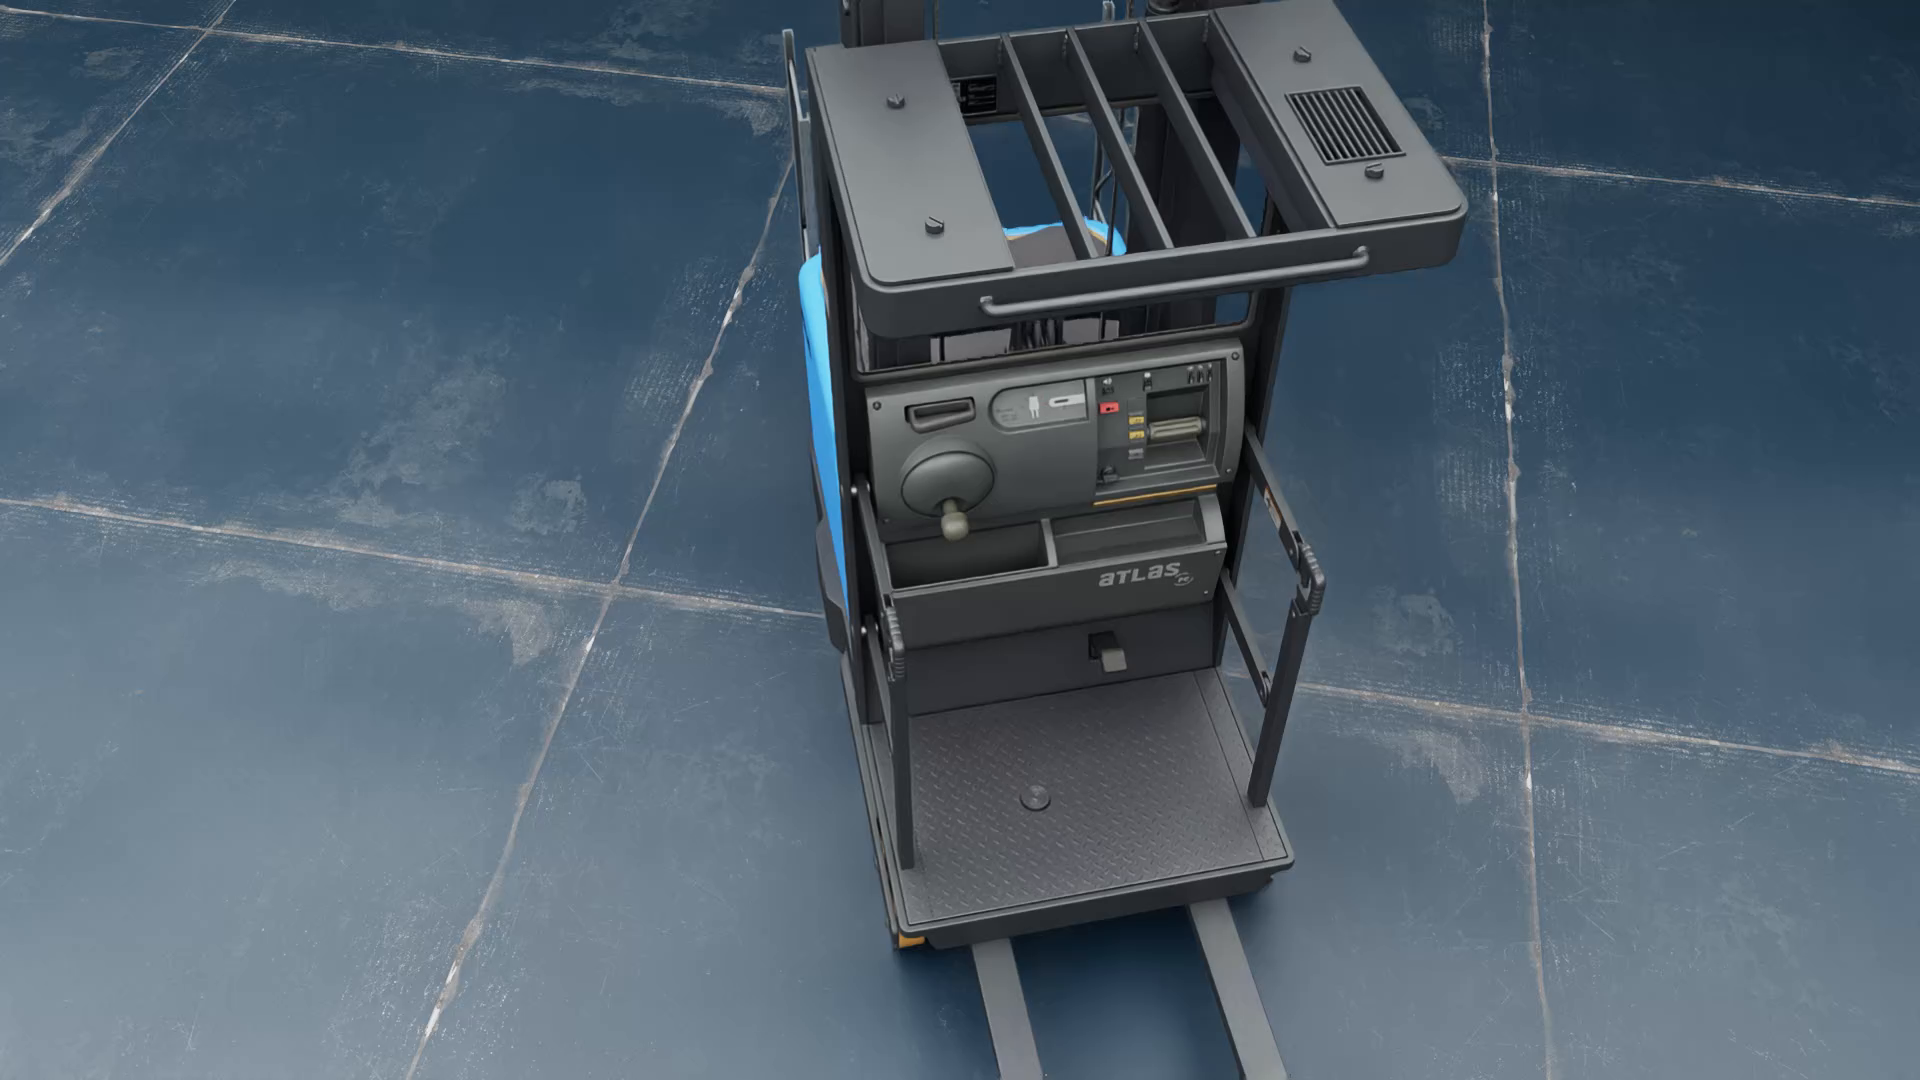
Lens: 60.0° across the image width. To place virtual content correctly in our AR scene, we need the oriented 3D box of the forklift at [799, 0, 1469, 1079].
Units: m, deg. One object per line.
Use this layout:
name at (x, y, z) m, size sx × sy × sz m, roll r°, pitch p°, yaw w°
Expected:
forklift at (0.285, -0.140, 3.905) m, size 1.130 × 2.935 × 3.031 m, roll -9°, pitch 49°, yaw -8°

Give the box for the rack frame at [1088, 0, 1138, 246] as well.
rack frame at (0.508, -1.024, 5.661) m, size 0.032 × 1.500 × 0.500 m, roll -7°, pitch 48°, yaw -6°

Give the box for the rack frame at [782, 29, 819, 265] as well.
rack frame at (-0.495, -0.899, 5.550) m, size 0.032 × 1.500 × 0.500 m, roll -7°, pitch 48°, yaw -6°

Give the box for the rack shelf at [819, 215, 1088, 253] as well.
rack shelf at (0.007, -0.841, 5.739) m, size 1.000 × 0.185 × 0.538 m, roll -7°, pitch 48°, yaw -6°

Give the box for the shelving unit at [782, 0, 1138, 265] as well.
shelving unit at (0.007, -0.962, 5.606) m, size 1.048 × 1.500 × 0.538 m, roll -7°, pitch 48°, yaw -6°
